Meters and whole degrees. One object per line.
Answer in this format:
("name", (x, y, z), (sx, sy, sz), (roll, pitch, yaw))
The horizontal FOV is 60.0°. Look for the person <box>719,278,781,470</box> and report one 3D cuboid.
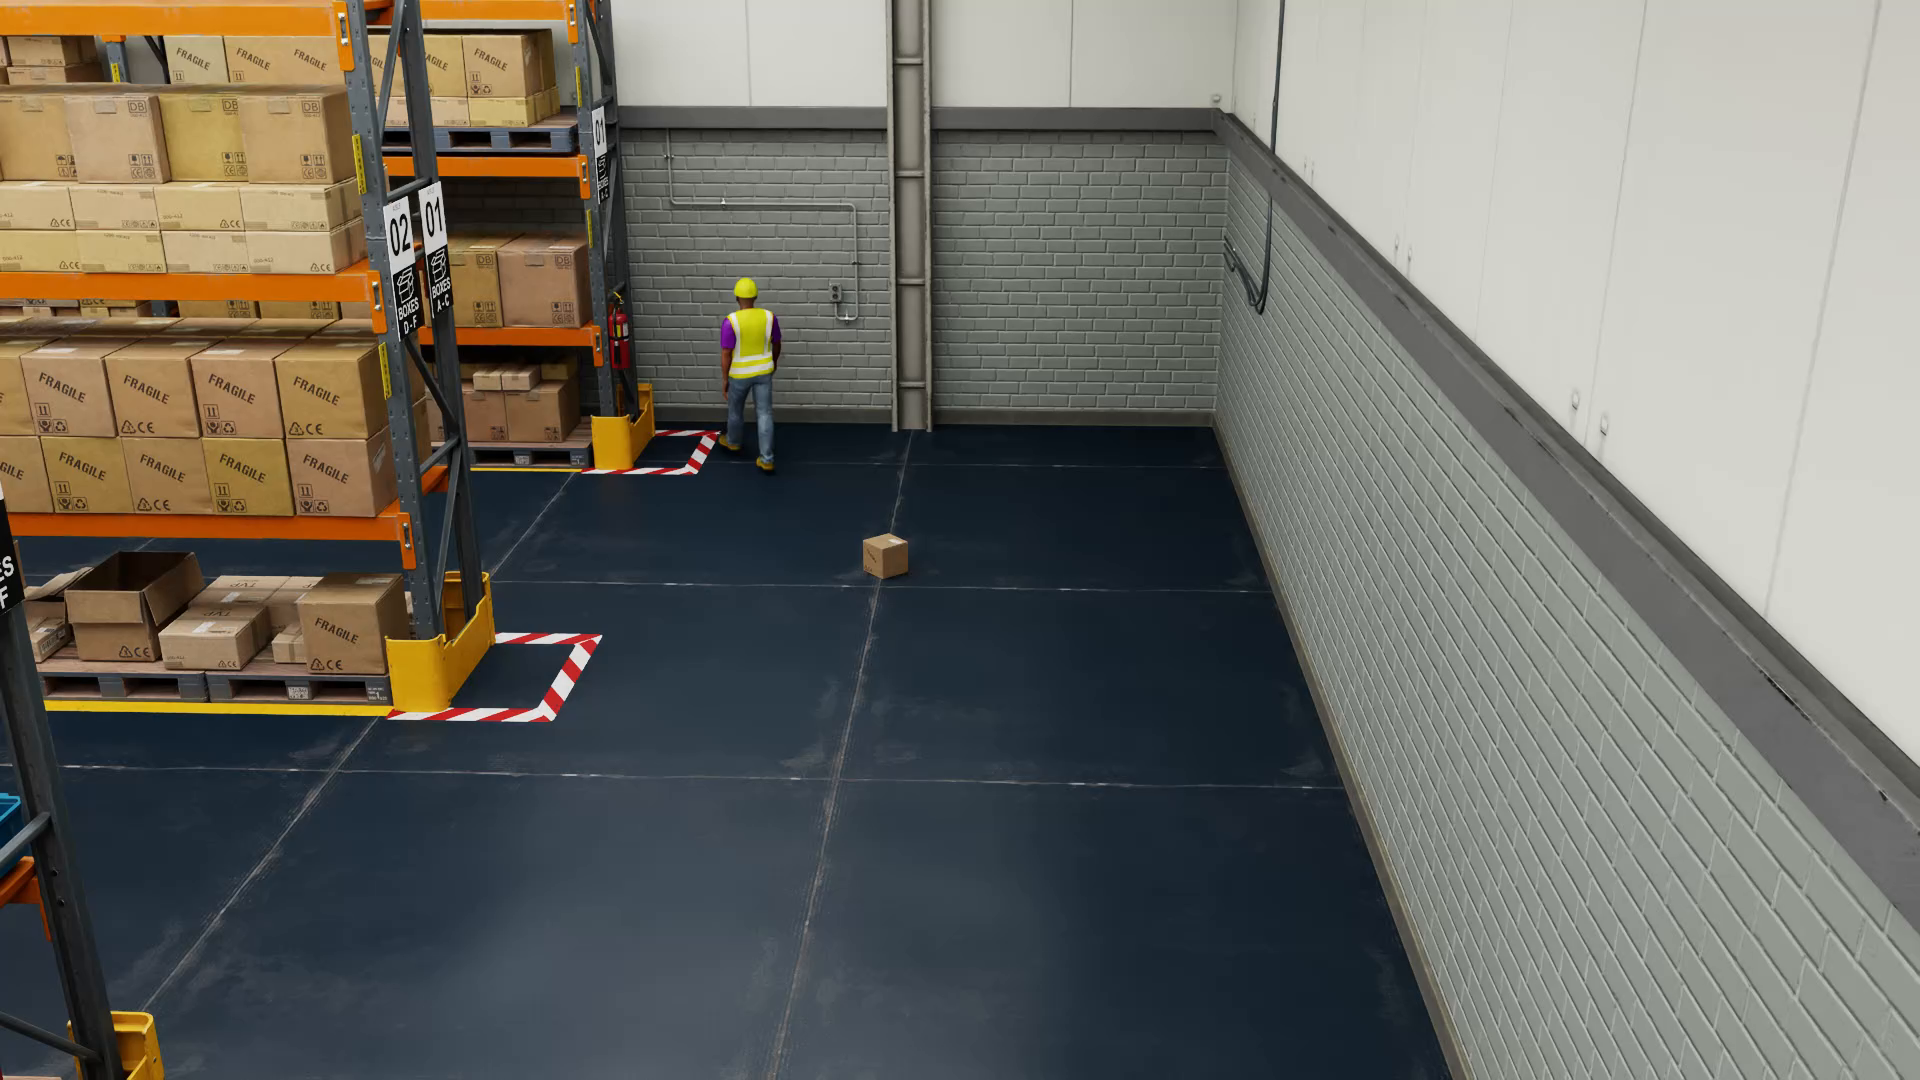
("person", (-1.931, -1.575, 15.183), (0.597, 1.707, 1.009), (-7, 22, -17))
